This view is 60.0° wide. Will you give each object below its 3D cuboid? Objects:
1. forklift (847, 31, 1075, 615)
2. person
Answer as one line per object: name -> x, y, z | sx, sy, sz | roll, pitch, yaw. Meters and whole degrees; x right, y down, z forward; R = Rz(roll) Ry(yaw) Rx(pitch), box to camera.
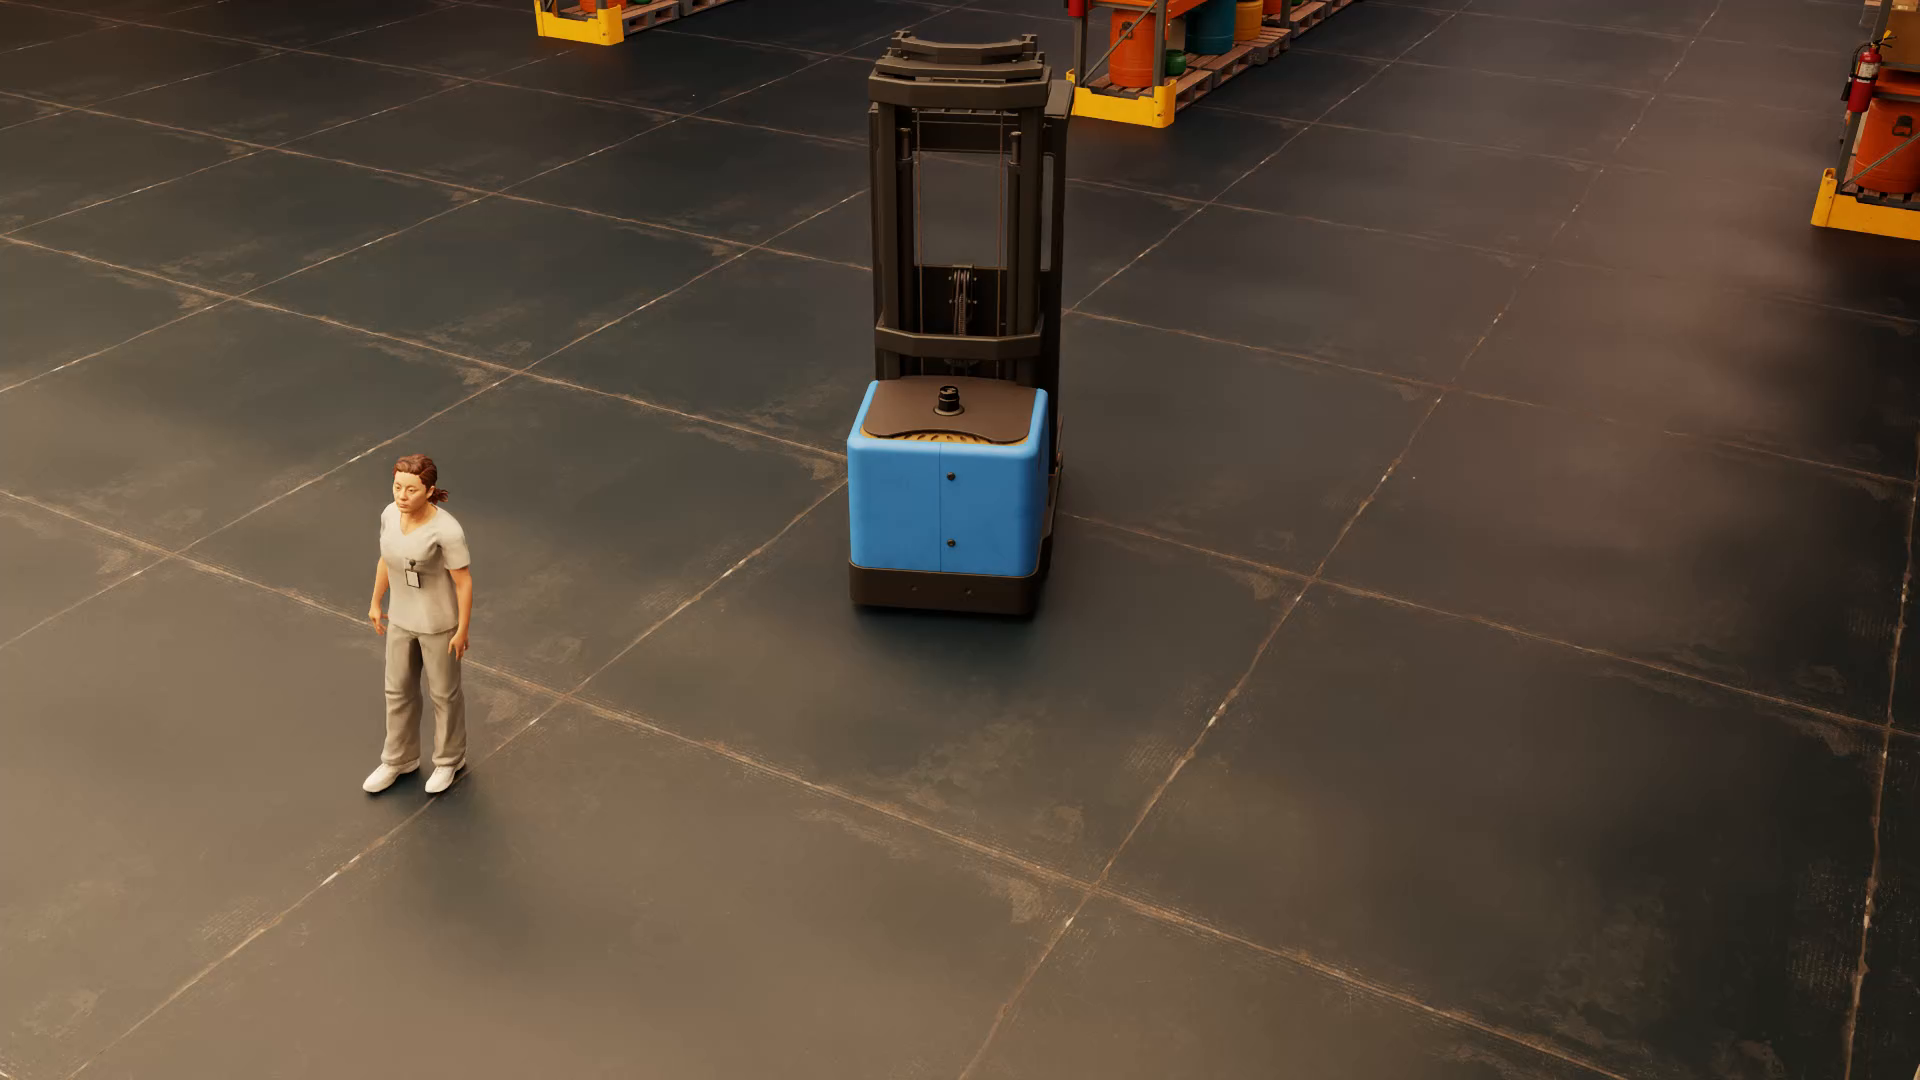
forklift -> 0.072, -1.572, 9.794 | 1.130, 2.935, 3.031 | 3, 30, 6
person -> -2.493, 0.411, 7.611 | 0.550, 1.665, 0.550 | 12, 32, 20
